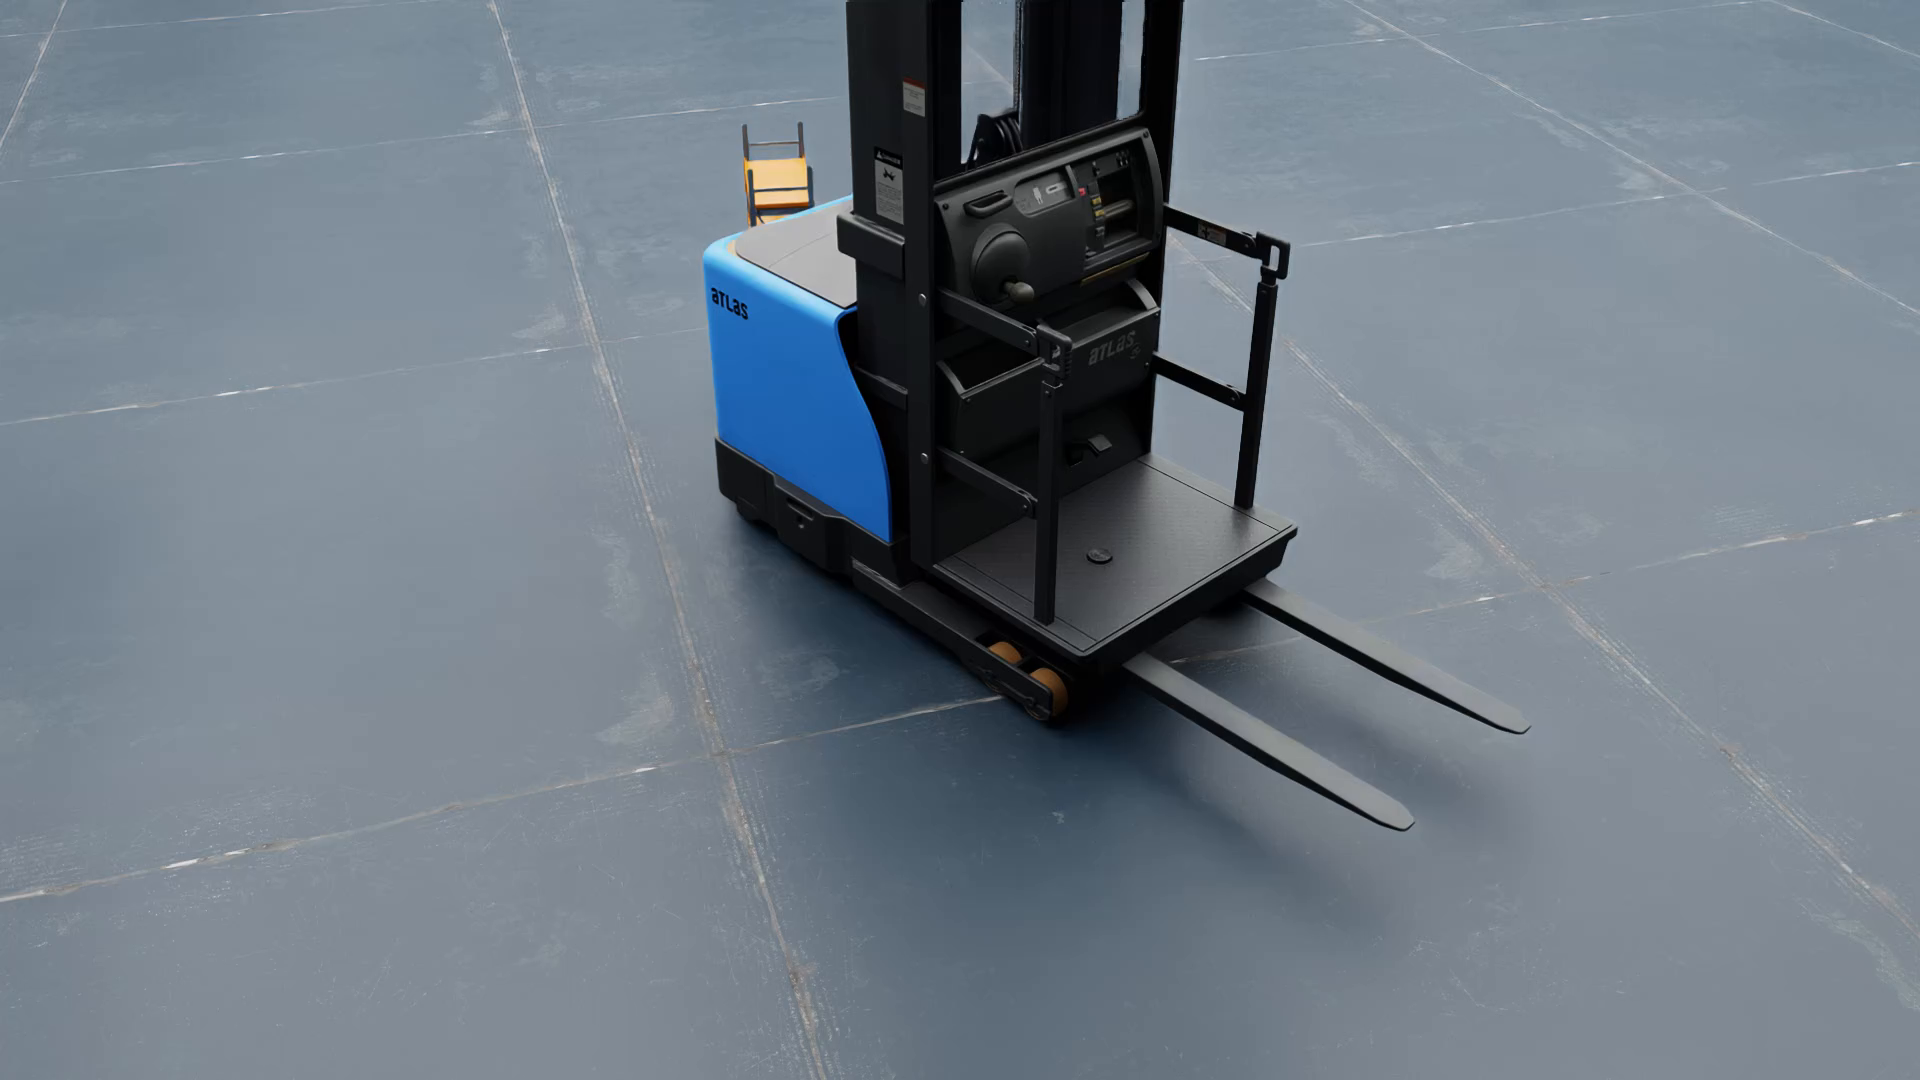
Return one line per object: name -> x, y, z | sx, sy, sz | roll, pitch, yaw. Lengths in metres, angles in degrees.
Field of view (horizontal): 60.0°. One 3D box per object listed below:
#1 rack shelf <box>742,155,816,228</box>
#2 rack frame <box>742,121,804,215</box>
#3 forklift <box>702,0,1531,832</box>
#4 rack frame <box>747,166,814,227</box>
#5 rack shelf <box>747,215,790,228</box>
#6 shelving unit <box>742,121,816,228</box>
rack shelf -> -0.704, -1.338, 6.473 | 0.258, 0.148, 0.480 | -5, 34, -7
rack frame -> -0.741, -1.143, 6.891 | 0.240, 1.200, 0.015 | -5, 34, -7
forklift -> 0.442, -0.962, 5.048 | 1.130, 2.935, 3.031 | -27, 42, -35
rack frame -> -0.668, -0.877, 6.488 | 0.240, 1.200, 0.015 | -5, 34, -7
rack shelf -> -0.704, -1.140, 6.603 | 0.258, 0.148, 0.480 | -5, 34, -7
shelving unit -> -0.704, -1.010, 6.690 | 0.258, 1.200, 0.503 | -5, 34, -7
